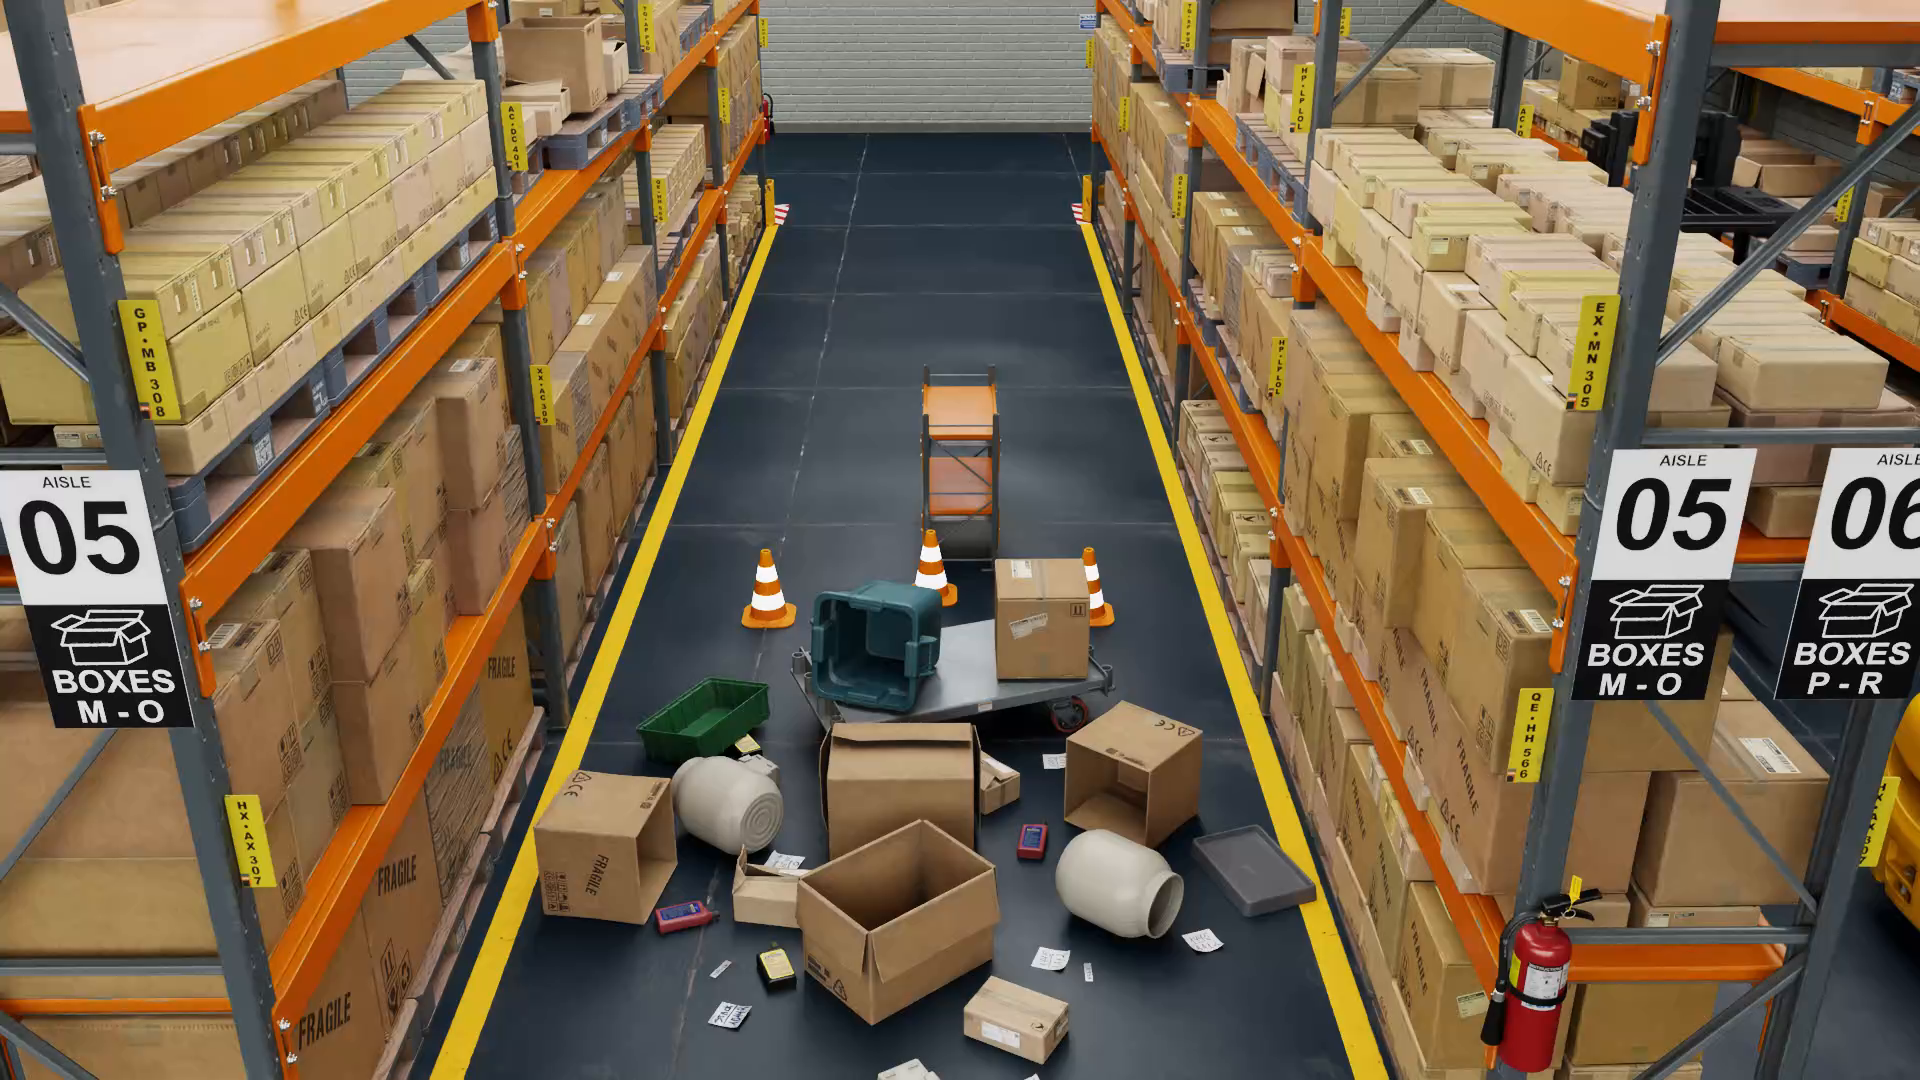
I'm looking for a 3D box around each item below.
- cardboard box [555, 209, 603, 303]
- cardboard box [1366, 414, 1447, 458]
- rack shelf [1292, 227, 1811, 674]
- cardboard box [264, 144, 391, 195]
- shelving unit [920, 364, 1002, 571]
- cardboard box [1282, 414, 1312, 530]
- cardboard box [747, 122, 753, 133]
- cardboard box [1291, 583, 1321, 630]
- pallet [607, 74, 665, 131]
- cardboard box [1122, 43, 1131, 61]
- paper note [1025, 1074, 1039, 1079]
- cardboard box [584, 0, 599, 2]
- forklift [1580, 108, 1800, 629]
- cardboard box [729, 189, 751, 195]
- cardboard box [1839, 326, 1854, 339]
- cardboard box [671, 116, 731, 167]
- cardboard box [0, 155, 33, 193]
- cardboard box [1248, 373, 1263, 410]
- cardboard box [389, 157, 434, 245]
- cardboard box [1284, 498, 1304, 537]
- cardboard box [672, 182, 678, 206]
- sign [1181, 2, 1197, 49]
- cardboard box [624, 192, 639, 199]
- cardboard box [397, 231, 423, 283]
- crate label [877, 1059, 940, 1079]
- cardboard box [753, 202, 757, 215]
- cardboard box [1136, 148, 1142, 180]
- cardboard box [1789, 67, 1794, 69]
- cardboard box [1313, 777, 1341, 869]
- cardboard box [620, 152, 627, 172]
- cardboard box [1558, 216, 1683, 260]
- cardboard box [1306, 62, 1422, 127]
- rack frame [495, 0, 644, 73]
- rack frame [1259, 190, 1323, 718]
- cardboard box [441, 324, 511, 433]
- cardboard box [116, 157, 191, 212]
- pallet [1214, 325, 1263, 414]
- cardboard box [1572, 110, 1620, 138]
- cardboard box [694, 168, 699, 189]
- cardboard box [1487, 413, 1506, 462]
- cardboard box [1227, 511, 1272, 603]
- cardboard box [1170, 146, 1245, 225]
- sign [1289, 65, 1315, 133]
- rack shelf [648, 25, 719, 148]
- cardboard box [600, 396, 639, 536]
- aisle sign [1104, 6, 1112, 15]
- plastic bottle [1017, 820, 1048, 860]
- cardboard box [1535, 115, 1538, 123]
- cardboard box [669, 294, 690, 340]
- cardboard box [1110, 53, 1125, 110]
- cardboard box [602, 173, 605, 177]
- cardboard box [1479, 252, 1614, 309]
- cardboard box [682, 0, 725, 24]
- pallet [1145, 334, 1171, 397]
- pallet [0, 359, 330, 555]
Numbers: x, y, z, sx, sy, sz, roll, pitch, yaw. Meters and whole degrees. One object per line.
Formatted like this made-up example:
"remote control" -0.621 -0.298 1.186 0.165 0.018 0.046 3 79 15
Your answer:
"cardboard box" -2.753 -1.861 10.889 0.700 0.500 0.500 -1 24 -1
"cardboard box" 2.077 -0.202 6.862 0.700 0.500 0.500 0 24 -1
"rack shelf" 2.252 -0.595 6.658 1.077 0.370 4.000 0 24 -1
"cardboard box" -2.379 -1.394 6.257 0.380 0.149 0.250 0 24 0
"shelving unit" 0.000 -0.515 11.524 0.538 1.125 1.048 0 24 -1
"cardboard box" 1.956 -0.379 8.465 0.500 0.500 0.500 0 24 -1
"cardboard box" -2.554 -4.702 18.812 0.380 0.149 0.250 0 24 1
"cardboard box" 1.908 0.340 8.487 0.380 0.149 0.250 0 24 0
"pallet" -2.702 -2.980 11.288 1.213 0.211 1.003 1 24 2
"cardboard box" 1.874 -5.018 17.083 0.380 0.149 0.250 0 24 -1
"paper note" 0.273 2.240 6.759 0.148 0.019 0.142 -9 26 -19
"cardboard box" -3.061 -4.421 13.194 0.396 0.266 0.258 0 24 -1
"forklift" 4.594 -1.225 10.902 1.130 2.935 3.031 0 24 0
"cardboard box" -2.576 -3.890 18.940 0.380 0.149 0.250 -1 24 -3
"cardboard box" 7.480 -1.726 13.663 0.380 0.149 0.250 0 24 1
"cardboard box" -2.559 -3.999 16.469 0.500 0.500 0.500 -1 24 -2
"cardboard box" -7.715 -2.788 12.935 0.797 0.503 0.637 1 24 1
"cardboard box" 1.924 -0.882 9.856 0.380 0.149 0.250 -1 24 -1
"cardboard box" -2.448 -1.371 6.691 0.500 0.250 0.500 0 24 -1
"cardboard box" 1.913 -0.134 8.712 0.380 0.149 0.250 0 24 -1
"cardboard box" -2.582 -2.907 13.973 0.380 0.149 0.250 0 24 -1
"sign" 1.631 -3.667 11.856 0.100 0.325 0.005 0 24 -1
"cardboard box" -2.579 -2.614 12.964 0.380 0.149 0.250 -1 24 -2
"cardboard box" -2.379 -1.132 6.646 0.380 0.149 0.250 0 24 -1
"crate label" -0.198 2.223 6.670 0.250 0.136 0.298 -14 28 -28
"cardboard box" -2.551 -3.858 19.230 0.380 0.149 0.250 -1 24 -3
"cardboard box" 1.899 -3.439 15.288 0.500 0.250 0.500 0 24 0
"cardboard box" 6.889 -3.974 13.439 0.500 0.250 0.500 0 24 -1
"cardboard box" 1.992 1.364 7.920 0.500 0.250 0.500 -1 24 -1
"cardboard box" -3.253 -3.448 15.167 0.380 0.149 0.250 0 24 1
"cardboard box" 2.488 -1.122 6.288 0.380 0.149 0.250 0 24 1
"cardboard box" 2.096 -2.336 8.700 0.500 0.250 0.500 0 24 1
"rack frame" -2.762 -4.698 11.217 1.000 3.000 0.127 0 24 -1
"rack frame" 2.230 -0.380 8.950 1.000 3.000 0.127 0 24 -1
"cardboard box" -2.749 -0.724 8.219 0.875 0.550 0.550 0 24 -1
"cardboard box" -3.035 -1.286 6.020 0.380 0.149 0.250 0 24 0
"pallet" 2.249 -1.125 10.831 1.003 0.211 1.213 0 24 -1
"cardboard box" 6.844 -4.388 17.634 0.500 0.250 0.500 0 24 -1
"cardboard box" -2.599 -3.317 15.239 0.380 0.149 0.250 0 24 -1
"cardboard box" 1.986 -0.342 5.531 0.380 0.149 0.250 0 24 1
"cardboard box" 2.211 0.114 10.538 0.950 0.372 0.625 1 24 3
"cardboard box" 1.919 -2.741 12.836 0.500 0.500 0.500 -1 24 -2
"sign" 1.675 -2.158 8.136 0.100 0.325 0.005 0 24 -1
"rack shelf" -2.784 -3.827 13.806 1.077 0.370 4.000 0 24 -1
"cardboard box" -2.833 -0.519 11.478 1.050 0.750 0.750 0 24 0
"aisle sign" 1.808 -6.538 19.410 0.394 0.787 0.004 0 24 -1
"plastic bottle" 0.369 1.499 8.361 0.133 0.061 0.283 4 25 9
"cardboard box" 6.878 -4.885 19.215 0.380 0.149 0.250 -1 24 -1
"cardboard box" -2.533 -1.853 13.820 0.500 0.250 0.500 -1 24 -1
"cardboard box" 1.849 -4.790 17.365 0.500 0.500 0.500 0 24 0
"cardboard box" -3.240 -3.152 14.153 0.380 0.149 0.250 0 24 1
"cardboard box" 2.042 -0.902 5.803 0.380 0.149 0.250 0 24 -1
"cardboard box" -2.547 -5.103 15.935 0.500 0.250 0.500 1 24 2
"pallet" 2.243 -1.584 14.997 1.003 0.211 1.213 0 24 -1
"pallet" -2.694 -0.300 5.240 1.003 0.211 1.213 0 24 -1
